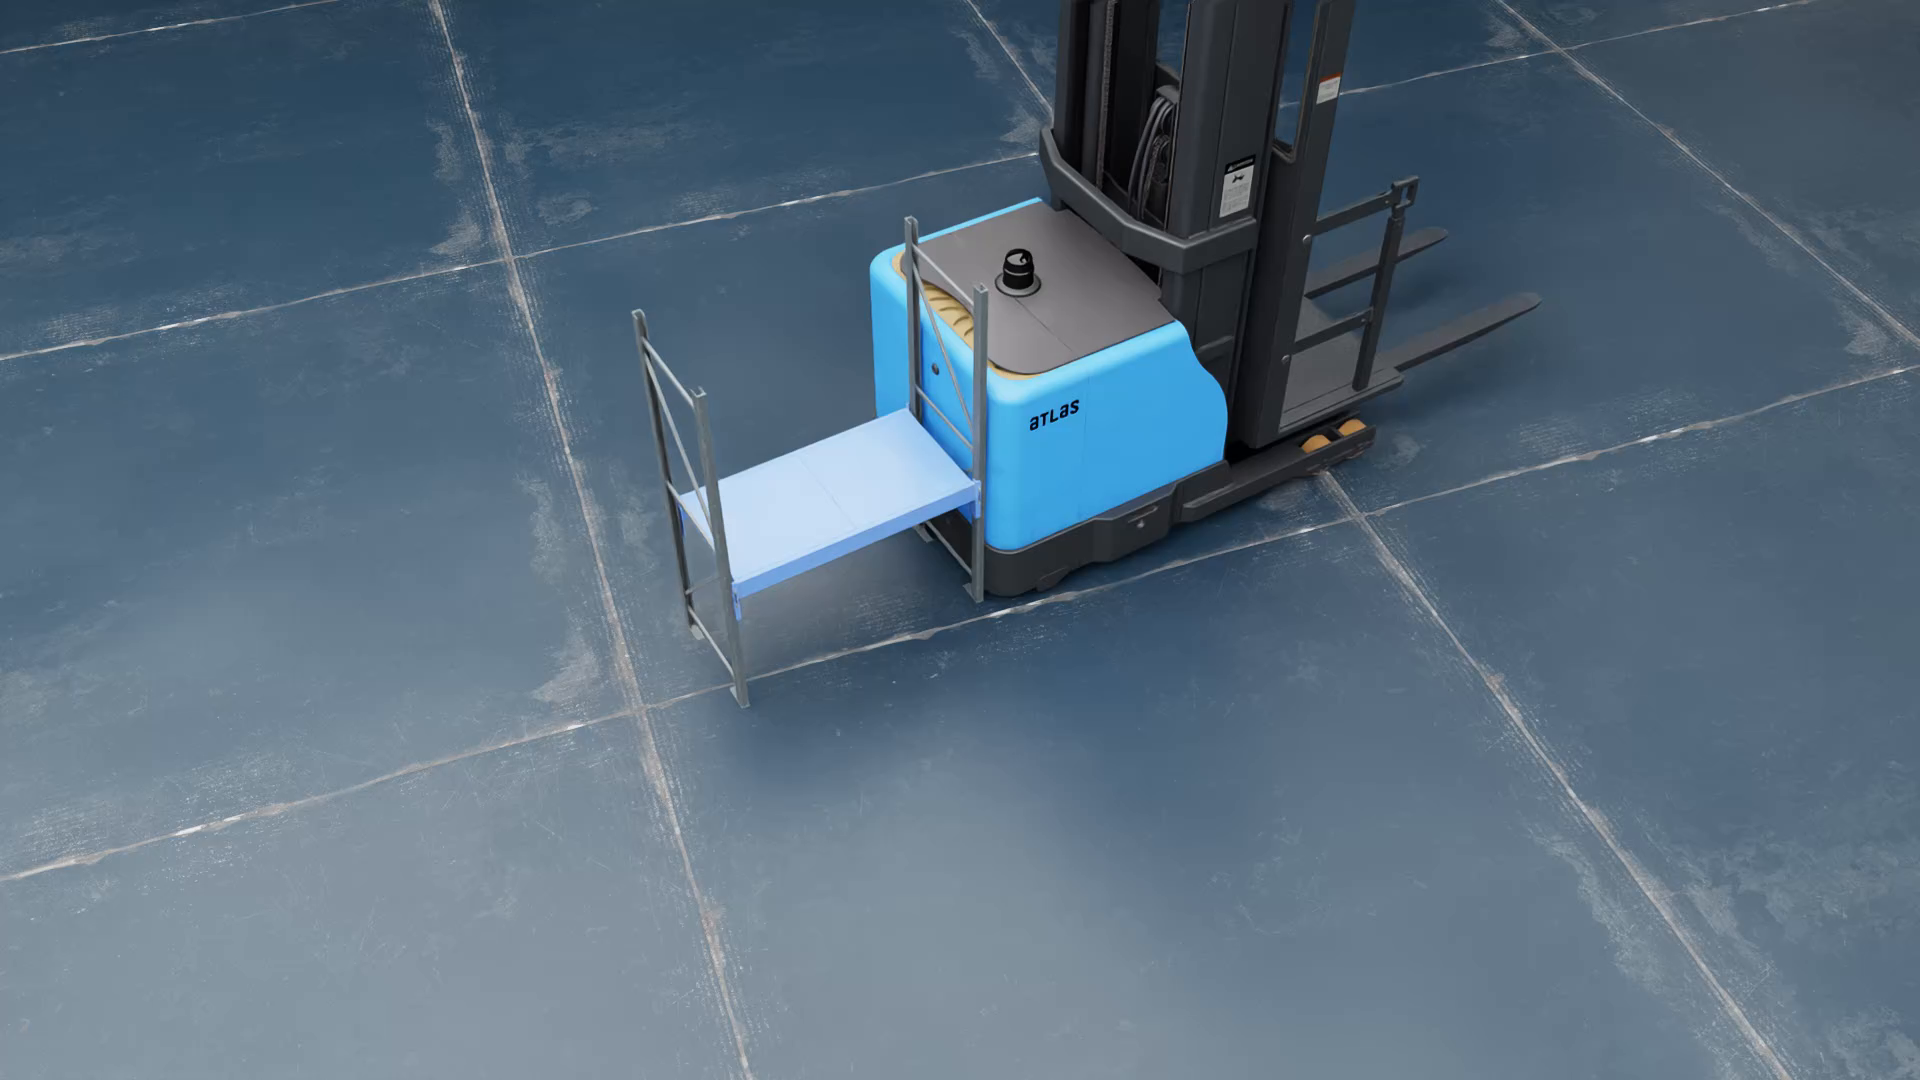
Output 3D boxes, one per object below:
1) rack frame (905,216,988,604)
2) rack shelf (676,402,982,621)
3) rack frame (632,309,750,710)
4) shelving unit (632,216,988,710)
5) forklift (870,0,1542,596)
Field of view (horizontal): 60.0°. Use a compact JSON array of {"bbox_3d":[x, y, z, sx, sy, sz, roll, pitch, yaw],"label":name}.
[{"bbox_3d":[-0.049,-0.436,6.126,0.032,1.500,0.500,-23,50,-22],"label":"rack frame"},{"bbox_3d":[-0.484,-0.122,6.066,1.000,0.185,0.538,-23,50,-22],"label":"rack shelf"},{"bbox_3d":[-0.918,-0.062,5.753,0.032,1.500,0.500,-23,50,-22],"label":"rack frame"},{"bbox_3d":[-0.484,-0.249,5.939,1.048,1.500,0.538,-23,50,-22],"label":"shelving unit"},{"bbox_3d":[1.169,-1.611,6.286,3.031,2.935,1.130,-23,50,-21],"label":"forklift"}]
